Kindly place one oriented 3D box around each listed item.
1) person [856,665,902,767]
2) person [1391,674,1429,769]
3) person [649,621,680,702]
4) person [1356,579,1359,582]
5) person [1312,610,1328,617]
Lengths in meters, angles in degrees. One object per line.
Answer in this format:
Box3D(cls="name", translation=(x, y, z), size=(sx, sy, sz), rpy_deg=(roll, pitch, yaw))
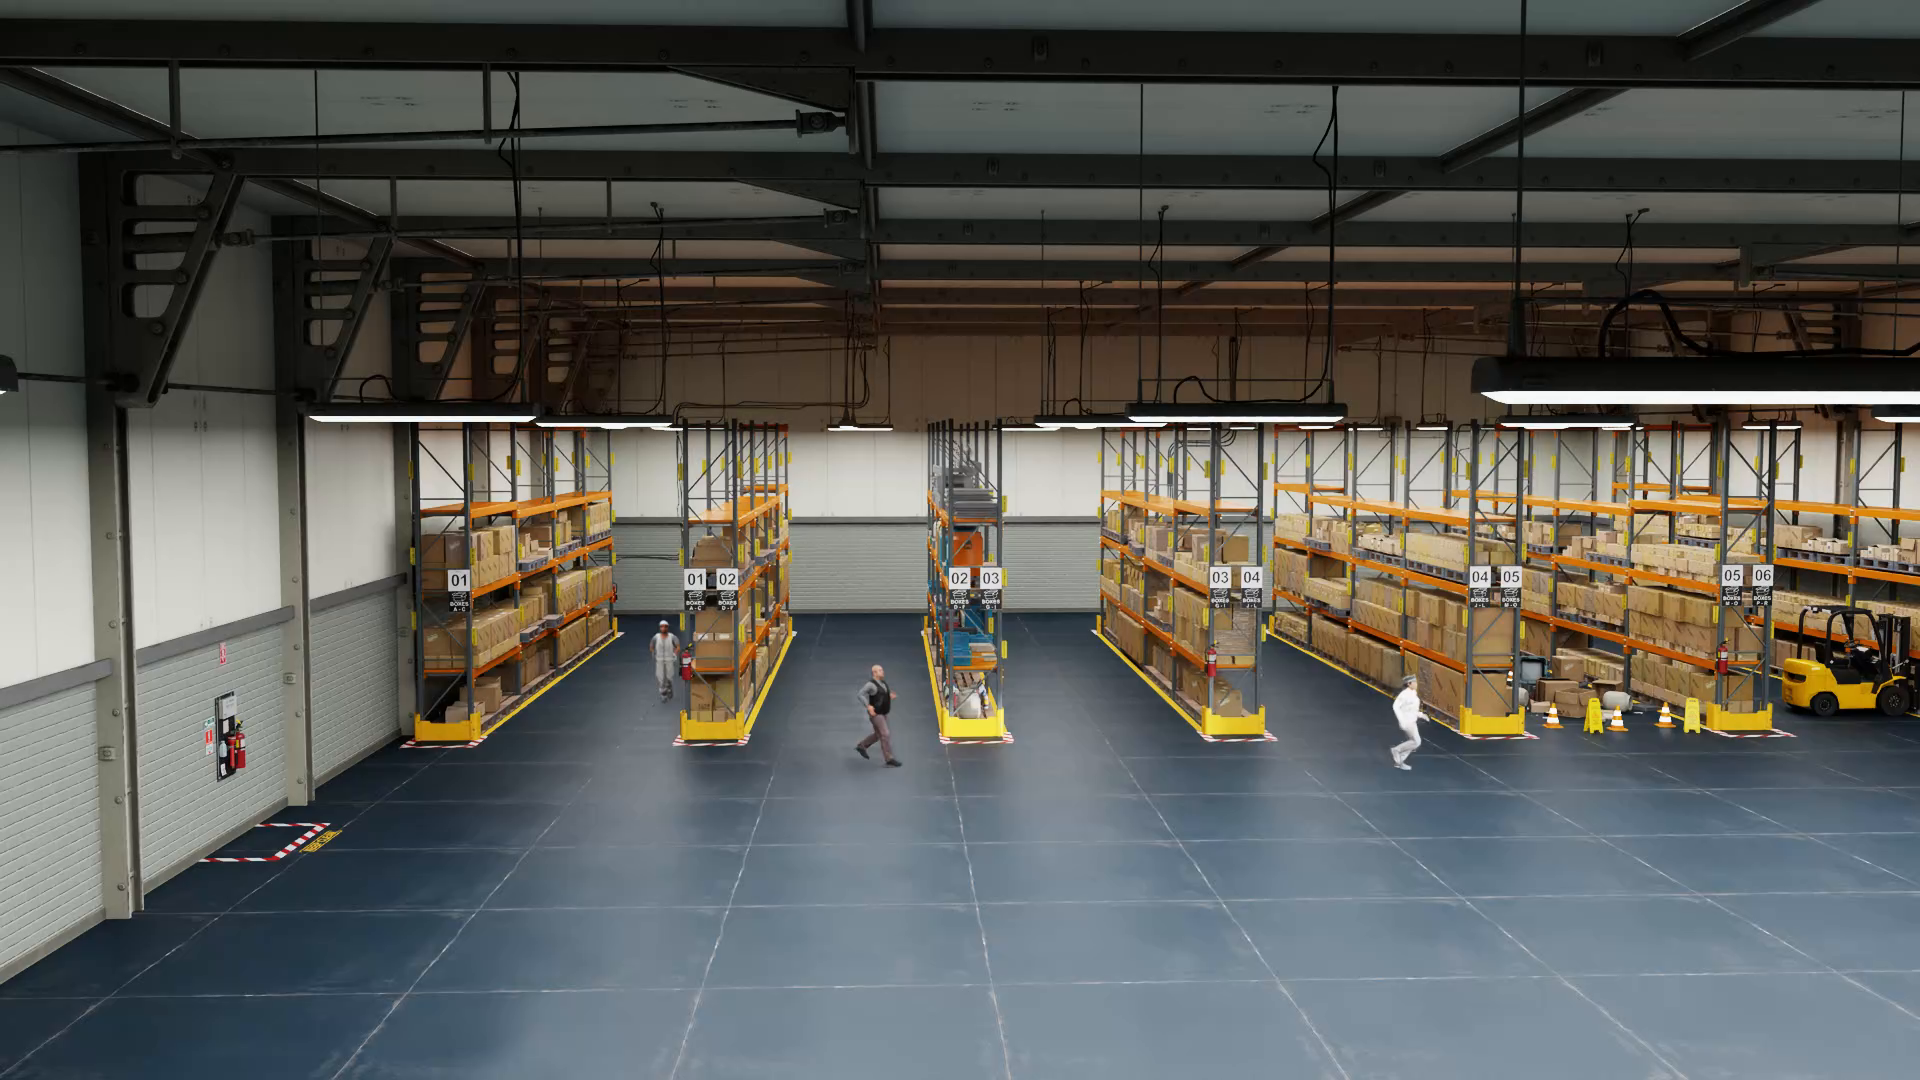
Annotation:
Box3D(cls="person", translation=(-1.402, 3.006, 28.630), size=(0.962, 1.705, 0.657), rpy_deg=(2, 4, 24))
Box3D(cls="person", translation=(7.662, 3.092, 28.284), size=(0.575, 1.644, 0.603), rpy_deg=(2, 4, 34))
Box3D(cls="person", translation=(-6.277, 2.586, 35.340), size=(0.649, 1.739, 0.603), rpy_deg=(0, 4, -6))
Box3D(cls="person", translation=(11.040, 1.941, 46.109), size=(0.580, 1.694, 0.855), rpy_deg=(0, 4, -4))
Box3D(cls="person", translation=(10.560, 1.781, 49.126), size=(0.611, 1.635, 0.576), rpy_deg=(0, 4, 5))
